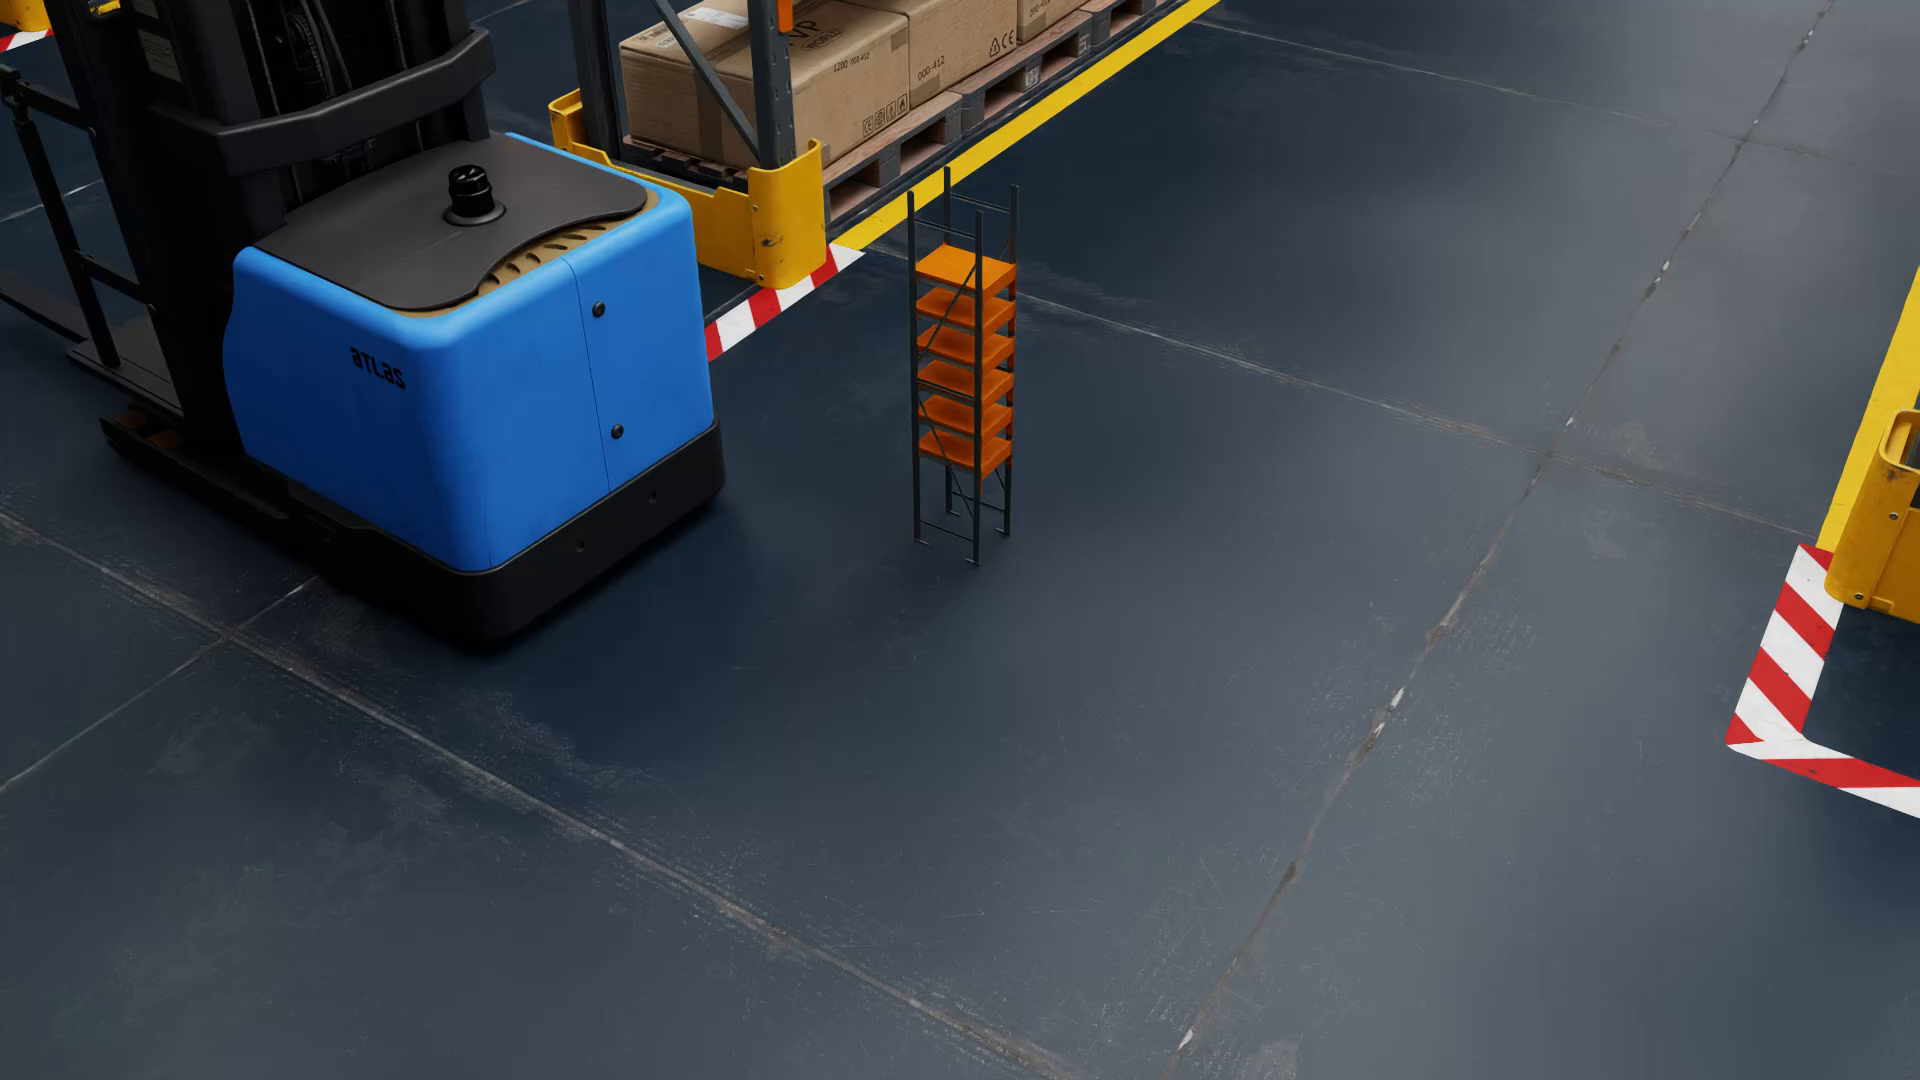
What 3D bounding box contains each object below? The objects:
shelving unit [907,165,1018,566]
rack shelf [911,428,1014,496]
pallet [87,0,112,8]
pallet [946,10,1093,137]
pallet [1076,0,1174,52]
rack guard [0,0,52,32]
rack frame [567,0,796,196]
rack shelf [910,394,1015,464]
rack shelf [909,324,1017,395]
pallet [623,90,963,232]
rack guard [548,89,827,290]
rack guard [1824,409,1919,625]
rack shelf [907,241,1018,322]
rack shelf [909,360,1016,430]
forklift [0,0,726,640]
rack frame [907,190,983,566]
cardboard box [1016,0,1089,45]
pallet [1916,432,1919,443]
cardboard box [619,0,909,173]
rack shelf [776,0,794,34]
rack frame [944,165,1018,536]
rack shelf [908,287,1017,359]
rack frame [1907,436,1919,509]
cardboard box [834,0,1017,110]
[{"bbox_3d":[0.008,-0.483,4.893,0.258,1.200,0.189,21,42,25],"label":"shelving unit"},{"bbox_3d":[0.008,-0.257,5.067,0.258,0.103,0.180,21,42,25],"label":"rack shelf"},{"bbox_3d":[-4.812,-3.413,9.505,1.003,0.211,1.213,21,42,25],"label":"pallet"},{"bbox_3d":[-0.069,-2.405,8.197,1.003,0.211,1.213,21,42,25],"label":"pallet"},{"bbox_3d":[0.584,-3.036,9.016,1.003,0.211,1.213,21,42,25],"label":"pallet"},{"bbox_3d":[-5.238,-3.116,8.883,1.175,0.500,0.348,21,42,25],"label":"rack guard"},{"bbox_3d":[-1.086,-2.445,5.965,1.000,3.000,0.127,21,42,25],"label":"rack frame"},{"bbox_3d":[0.008,-0.352,4.994,0.258,0.103,0.180,21,42,25],"label":"rack shelf"},{"bbox_3d":[0.008,-0.543,4.847,0.258,0.103,0.180,21,42,25],"label":"rack shelf"},{"bbox_3d":[-0.723,-1.779,7.384,1.003,0.211,1.213,21,42,25],"label":"pallet"},{"bbox_3d":[-1.098,-1.443,6.712,1.175,0.500,0.348,21,42,25],"label":"rack guard"},{"bbox_3d":[3.189,0.073,4.746,1.175,0.500,0.348,21,42,25],"label":"rack guard"},{"bbox_3d":[0.008,-0.733,4.701,0.258,0.103,0.180,21,42,25],"label":"rack shelf"},{"bbox_3d":[0.008,-0.447,4.920,0.258,0.103,0.180,21,42,25],"label":"rack shelf"},{"bbox_3d":[-2.249,-1.594,4.918,3.031,2.935,1.130,24,44,28],"label":"forklift"},{"bbox_3d":[-0.041,-0.435,4.832,0.240,1.200,0.006,21,42,25],"label":"rack frame"},{"bbox_3d":[0.151,-2.909,8.321,0.875,0.438,0.875,20,42,24],"label":"cardboard box"},{"bbox_3d":[3.654,-0.220,5.363,1.003,0.211,1.213,21,42,25],"label":"pallet"},{"bbox_3d":[-0.816,-1.970,7.103,0.875,0.438,0.875,20,42,24],"label":"cardboard box"},{"bbox_3d":[-0.014,-3.191,7.522,1.077,0.370,4.000,21,42,25],"label":"rack shelf"},{"bbox_3d":[0.057,-0.530,4.955,0.240,1.200,0.006,21,42,25],"label":"rack frame"},{"bbox_3d":[0.008,-0.638,4.774,0.258,0.103,0.180,21,42,25],"label":"rack shelf"},{"bbox_3d":[3.148,-0.878,3.932,1.000,3.000,0.127,21,42,25],"label":"rack frame"},{"bbox_3d":[-0.333,-2.444,7.718,0.875,0.438,0.875,22,43,26],"label":"cardboard box"}]
